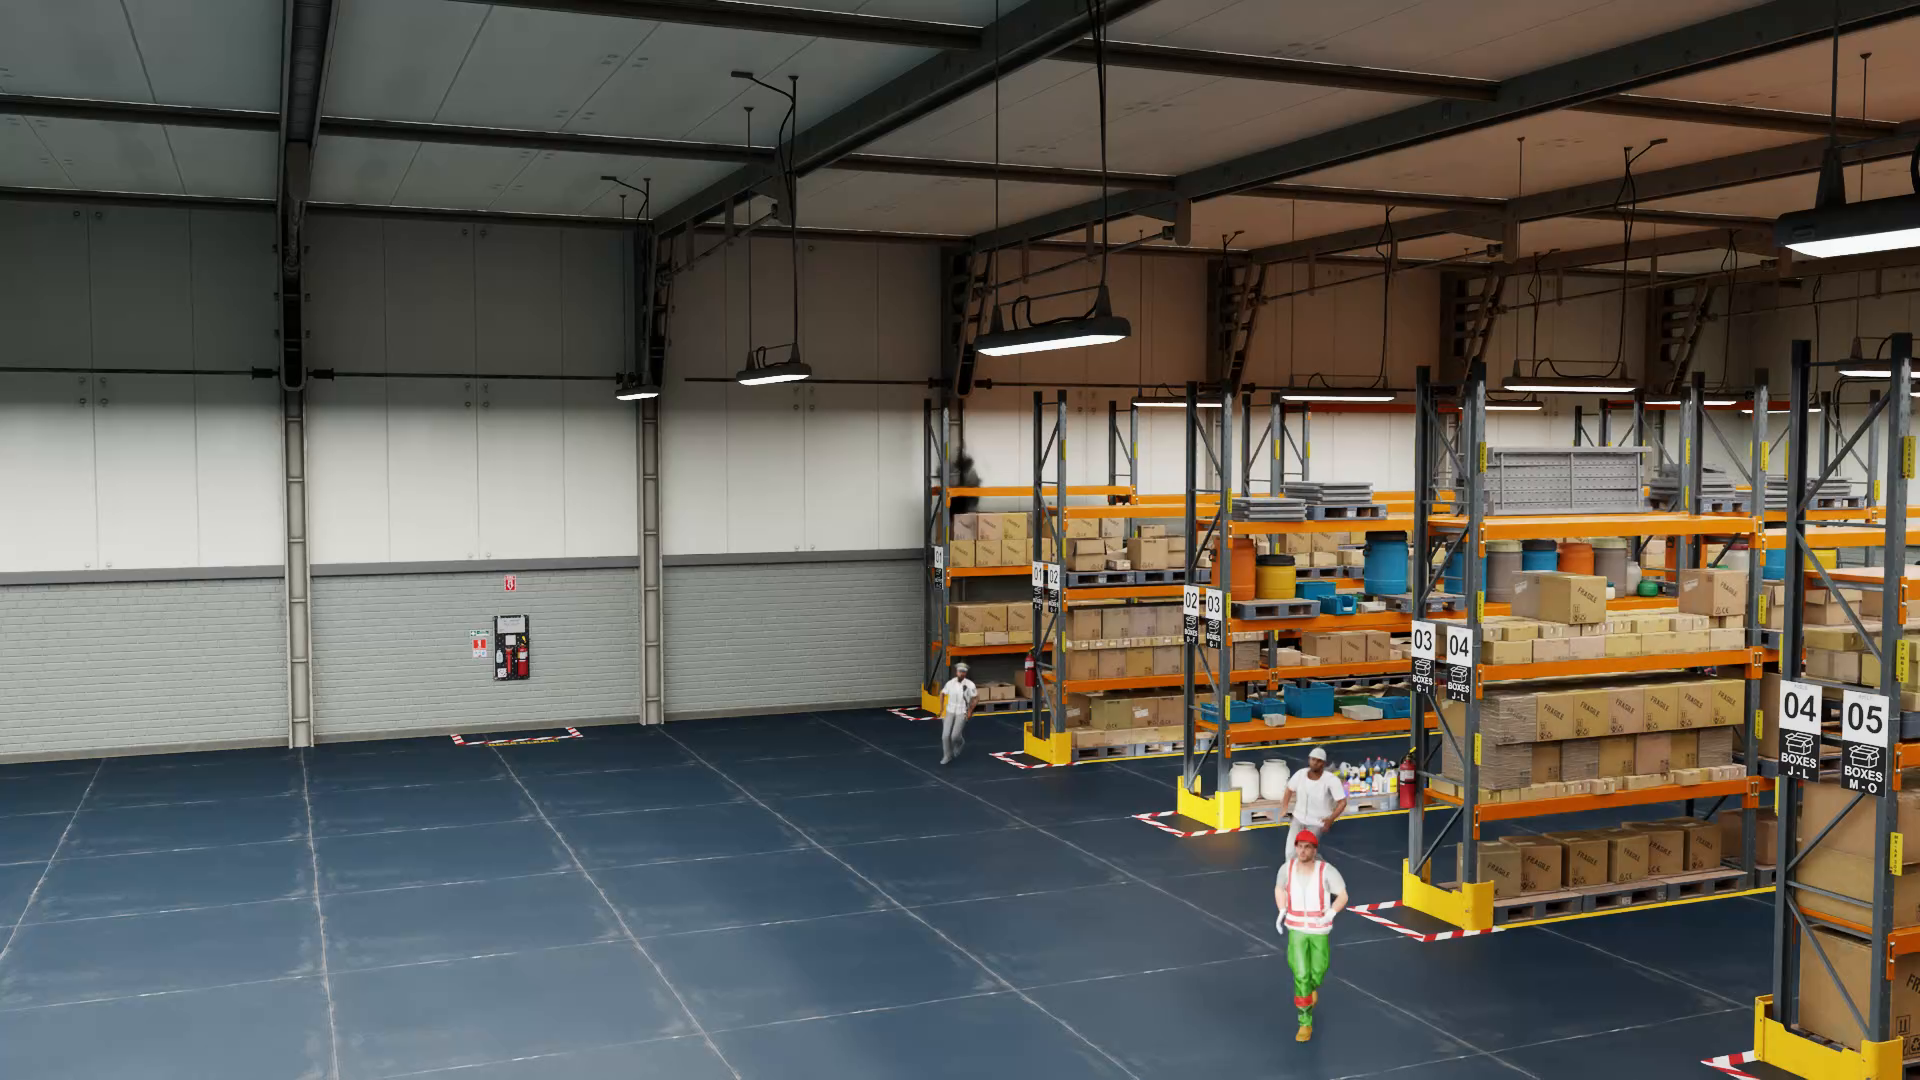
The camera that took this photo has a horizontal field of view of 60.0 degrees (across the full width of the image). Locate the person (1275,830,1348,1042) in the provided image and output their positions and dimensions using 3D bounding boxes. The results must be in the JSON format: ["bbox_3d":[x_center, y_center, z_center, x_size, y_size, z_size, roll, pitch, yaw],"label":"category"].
[{"bbox_3d":[3.074,3.426,14.617,0.647,1.777,0.803,1,4,18],"label":"person"}]

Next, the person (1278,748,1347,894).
[{"bbox_3d":[4.038,3.204,19.019,0.746,1.709,0.563,3,4,40],"label":"person"}]

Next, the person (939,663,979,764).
[{"bbox_3d":[-0.031,2.788,26.769,0.624,1.644,0.520,1,4,17],"label":"person"}]
